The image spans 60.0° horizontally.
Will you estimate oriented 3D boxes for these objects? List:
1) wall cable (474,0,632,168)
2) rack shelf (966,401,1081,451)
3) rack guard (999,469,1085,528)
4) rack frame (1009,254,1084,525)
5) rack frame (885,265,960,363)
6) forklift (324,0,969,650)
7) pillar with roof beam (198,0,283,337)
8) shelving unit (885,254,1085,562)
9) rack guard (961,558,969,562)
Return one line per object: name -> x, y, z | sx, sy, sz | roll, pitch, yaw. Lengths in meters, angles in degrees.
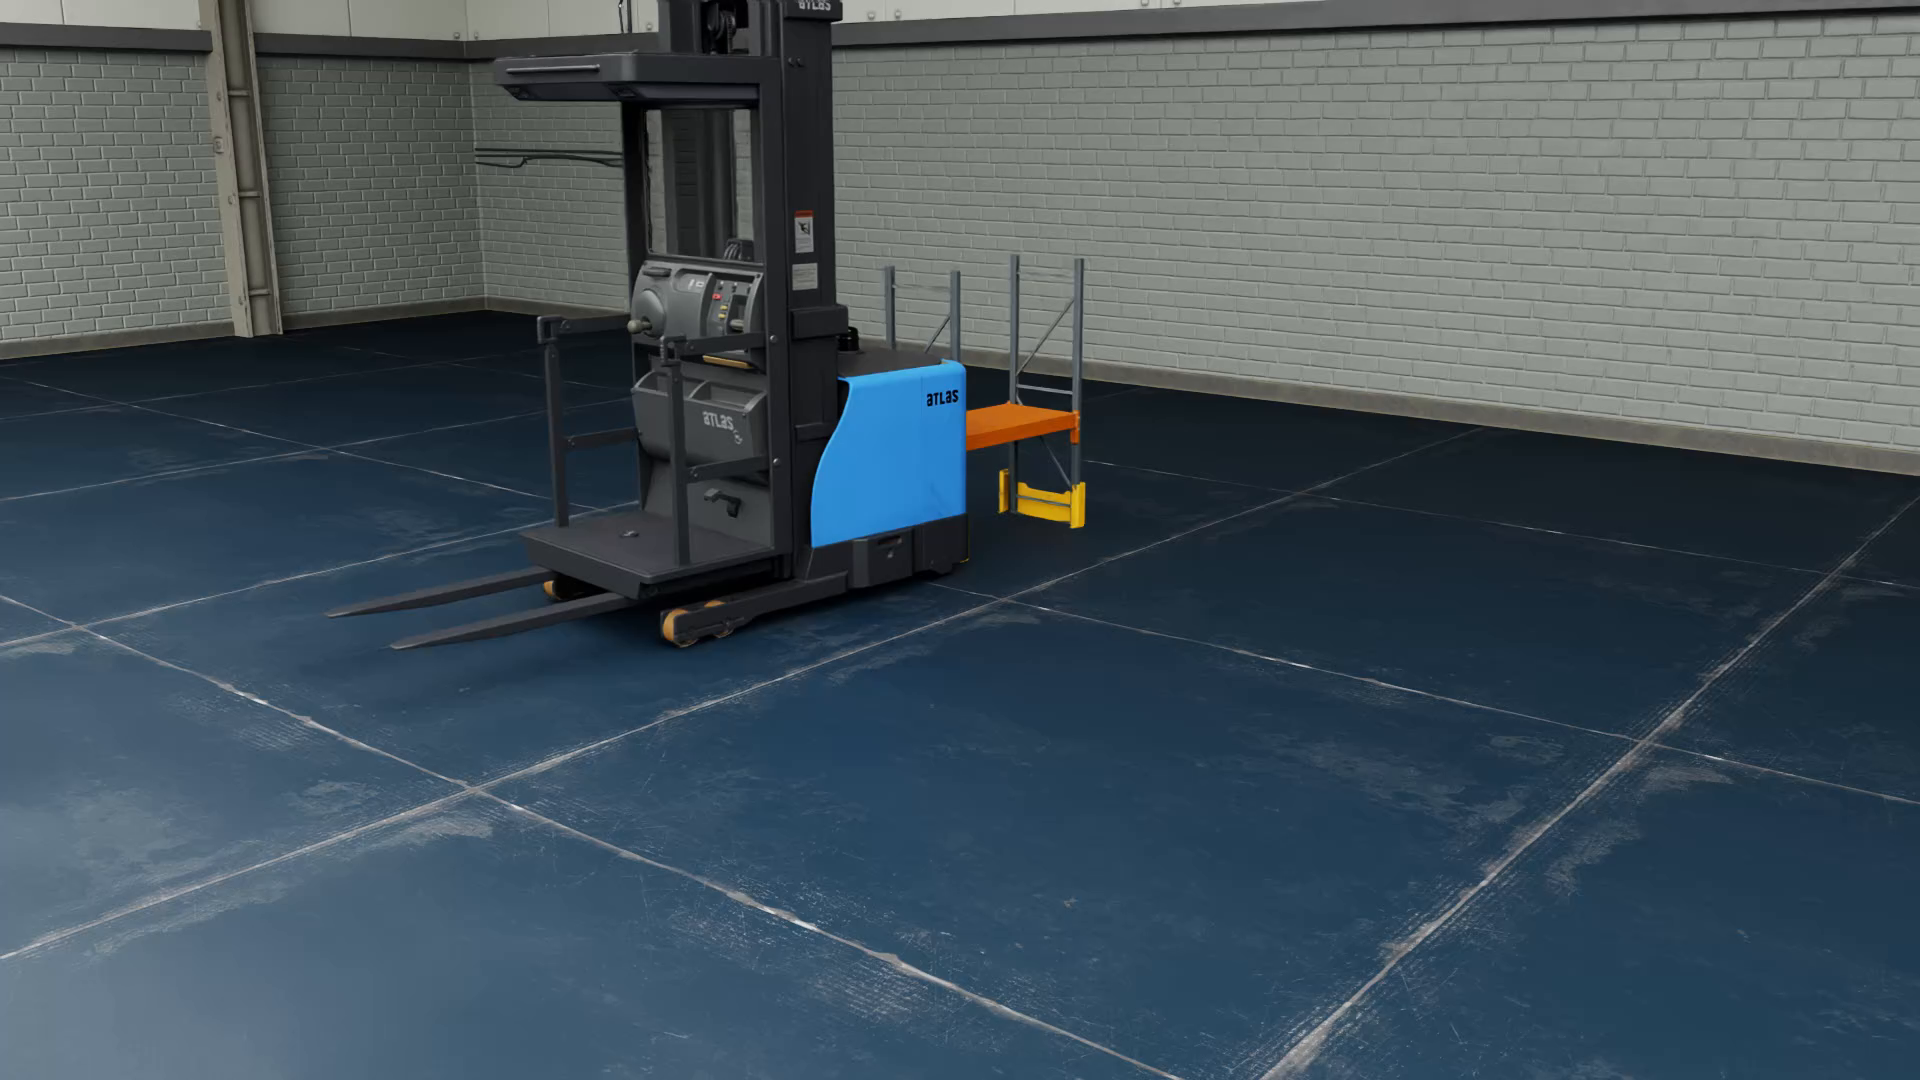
wall cable -> -4.611, -5.411, 18.454 | 3.097, 2.526, 0.112 | 11, 18, 38
rack shelf -> 0.144, -0.583, 9.101 | 0.538, 0.185, 1.000 | 12, 19, 40
rack guard -> 0.469, -0.241, 9.564 | 0.587, 0.250, 0.087 | 12, 19, 40
rack frame -> 0.482, -0.850, 9.425 | 0.500, 1.500, 0.032 | 12, 19, 40
rack frame -> -0.194, -0.664, 8.689 | 0.500, 1.500, 0.032 | 12, 19, 40
forklift -> -1.361, -1.095, 7.481 | 3.031, 2.935, 1.130 | -13, 19, -42
pillar with roof beam -> -4.143, -5.890, 14.034 | 9.100, 9.000, 0.400 | 11, 18, 38
shelving unit -> 0.138, -0.755, 9.050 | 0.587, 1.500, 1.083 | 12, 19, 40
rack guard -> -0.194, -0.058, 8.844 | 0.587, 0.250, 0.087 | 12, 19, 40
